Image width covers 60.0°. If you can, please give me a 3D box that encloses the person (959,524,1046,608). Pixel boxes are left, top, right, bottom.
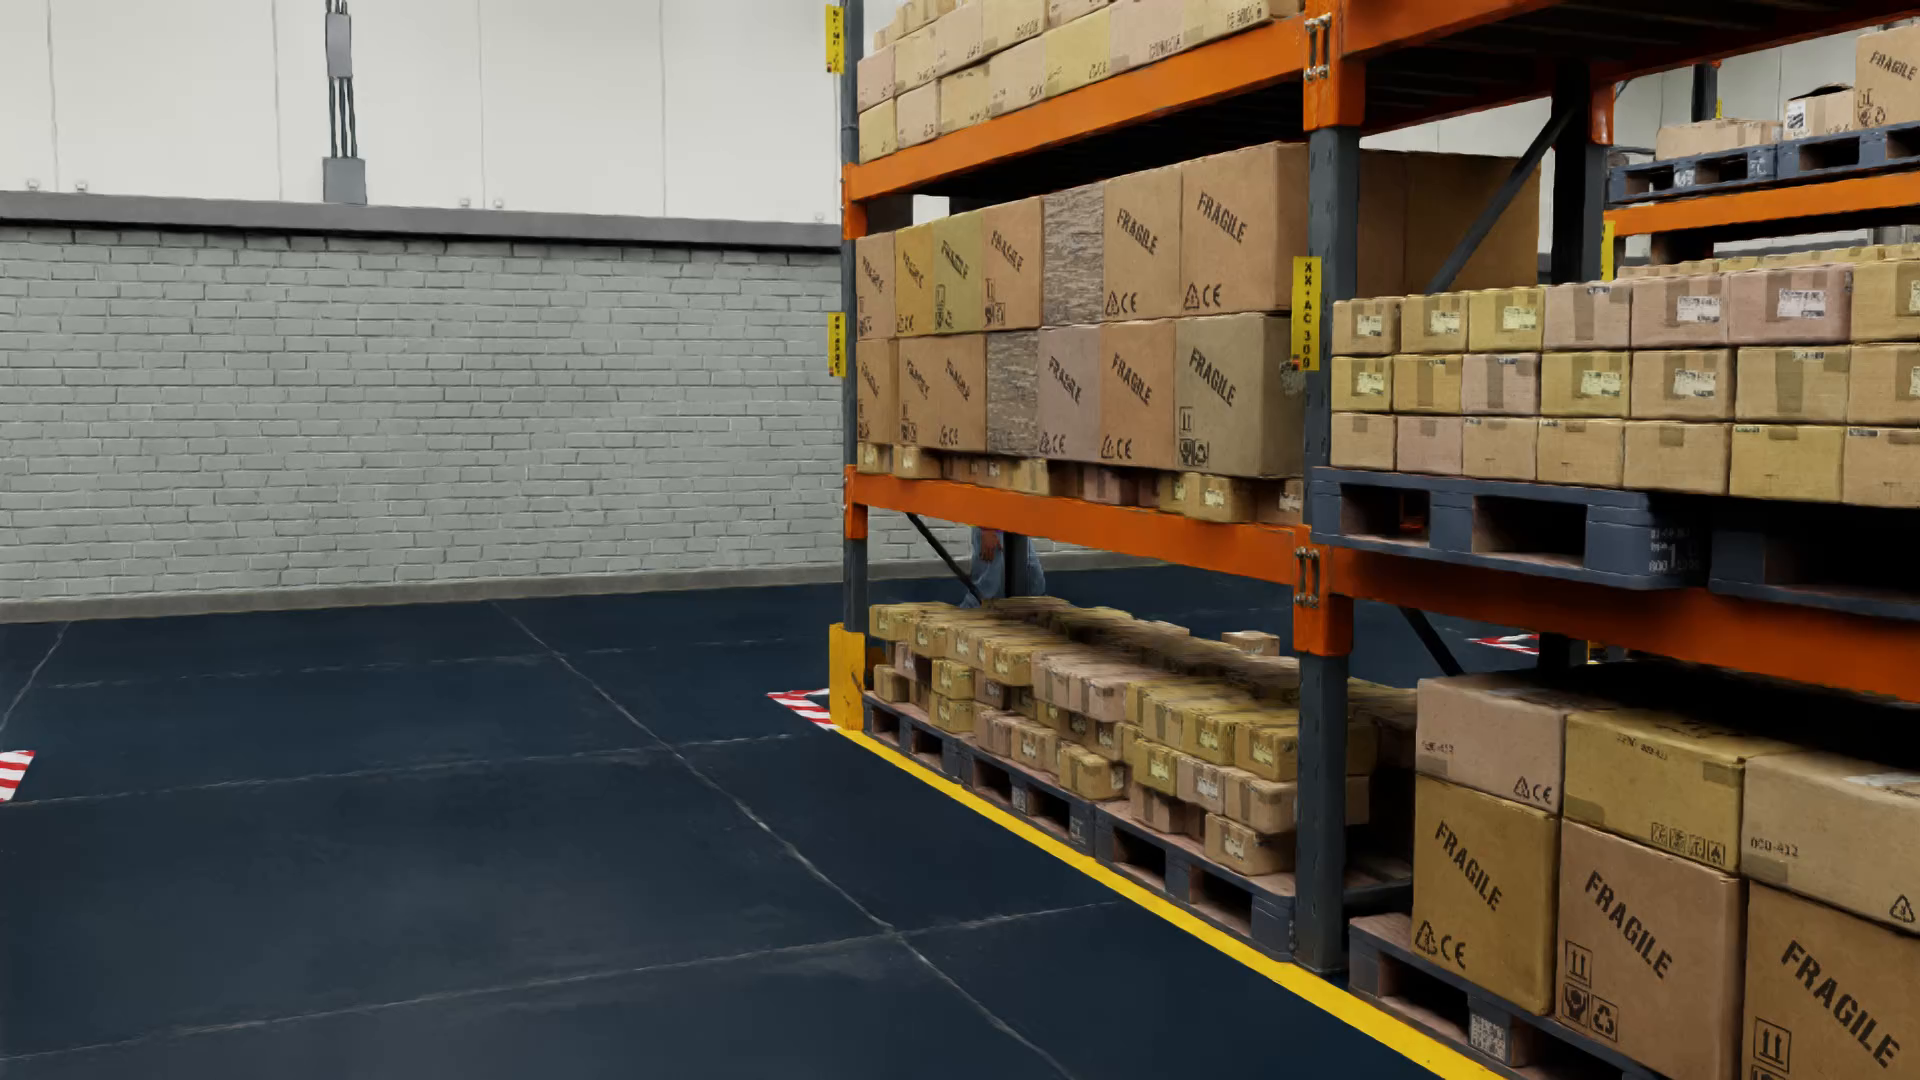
[{"bbox_3d":[0.230,-0.067,9.800,0.571,1.744,0.754,1,6,14],"label":"person"}]
